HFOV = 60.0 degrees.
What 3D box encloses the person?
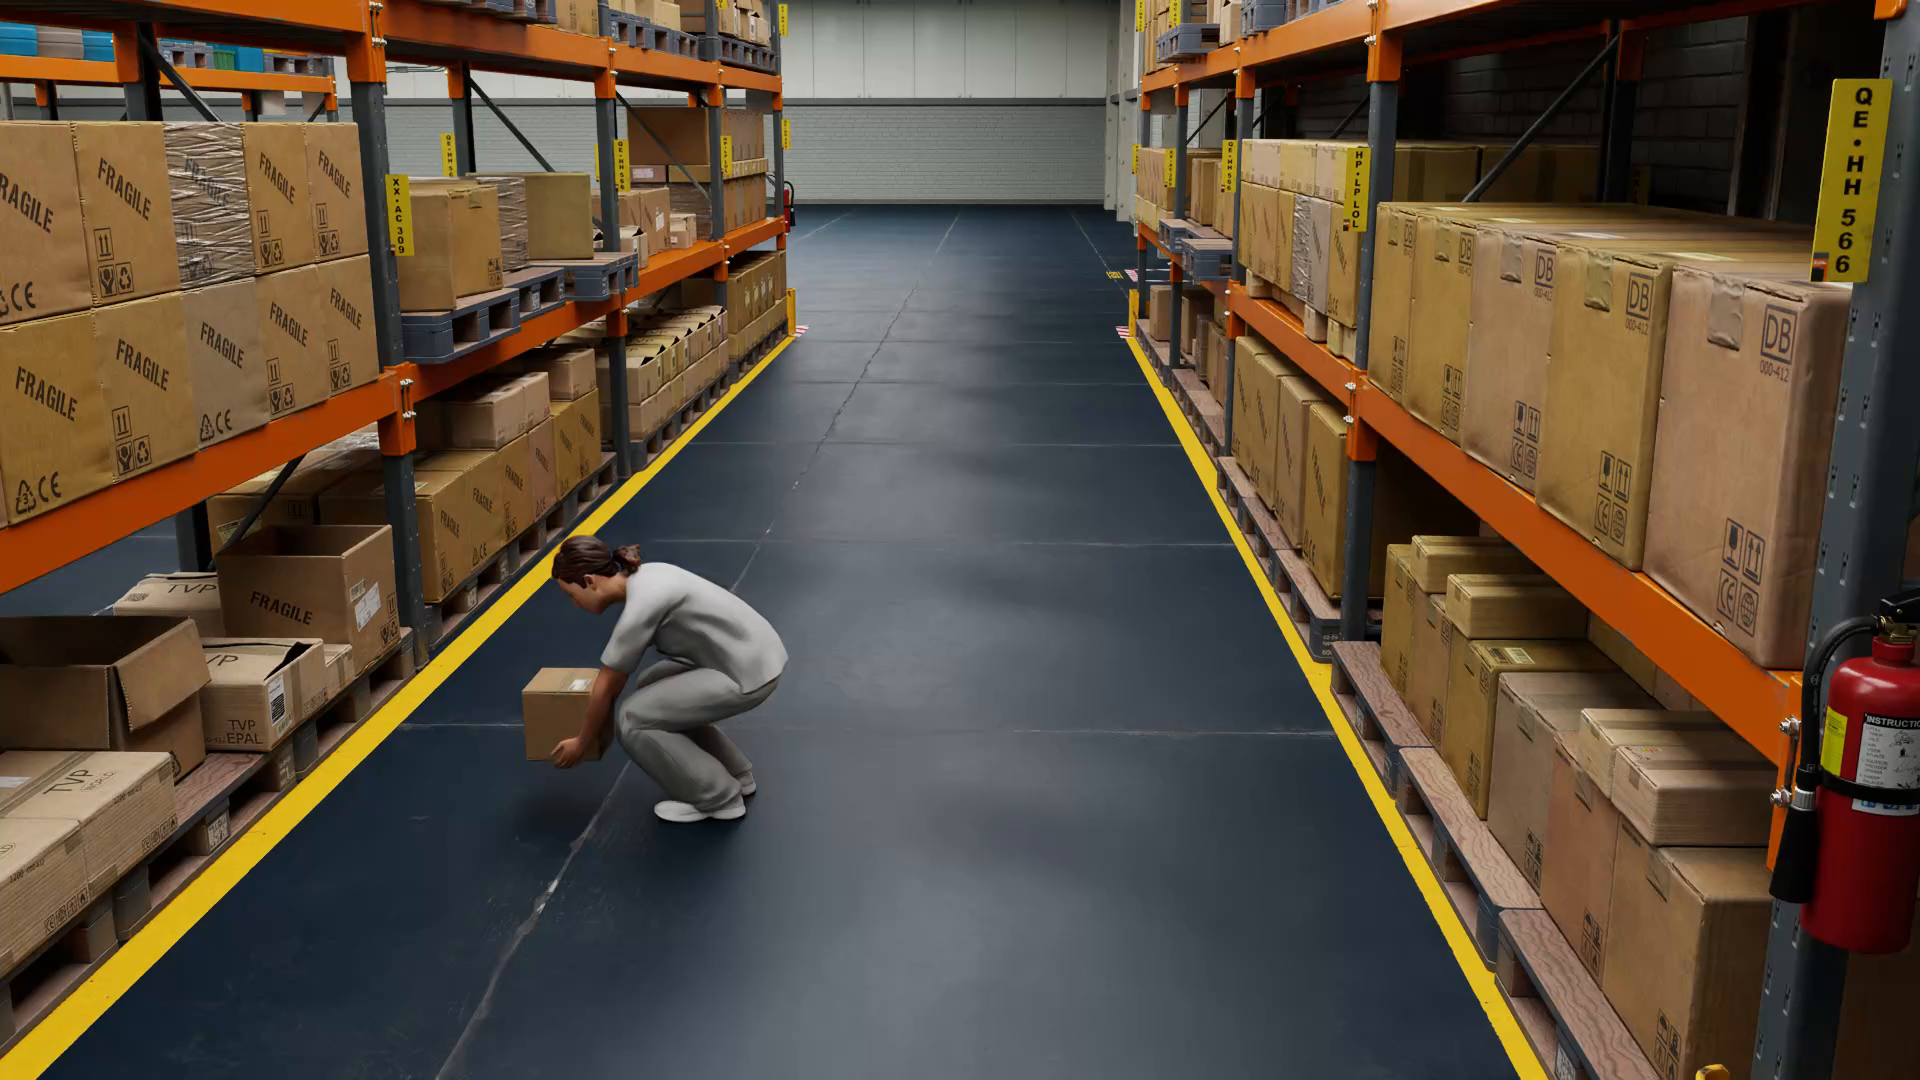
[{"bbox_3d":[-0.985,0.453,5.638,0.790,0.977,0.484,0,14,1],"label":"person"}]
